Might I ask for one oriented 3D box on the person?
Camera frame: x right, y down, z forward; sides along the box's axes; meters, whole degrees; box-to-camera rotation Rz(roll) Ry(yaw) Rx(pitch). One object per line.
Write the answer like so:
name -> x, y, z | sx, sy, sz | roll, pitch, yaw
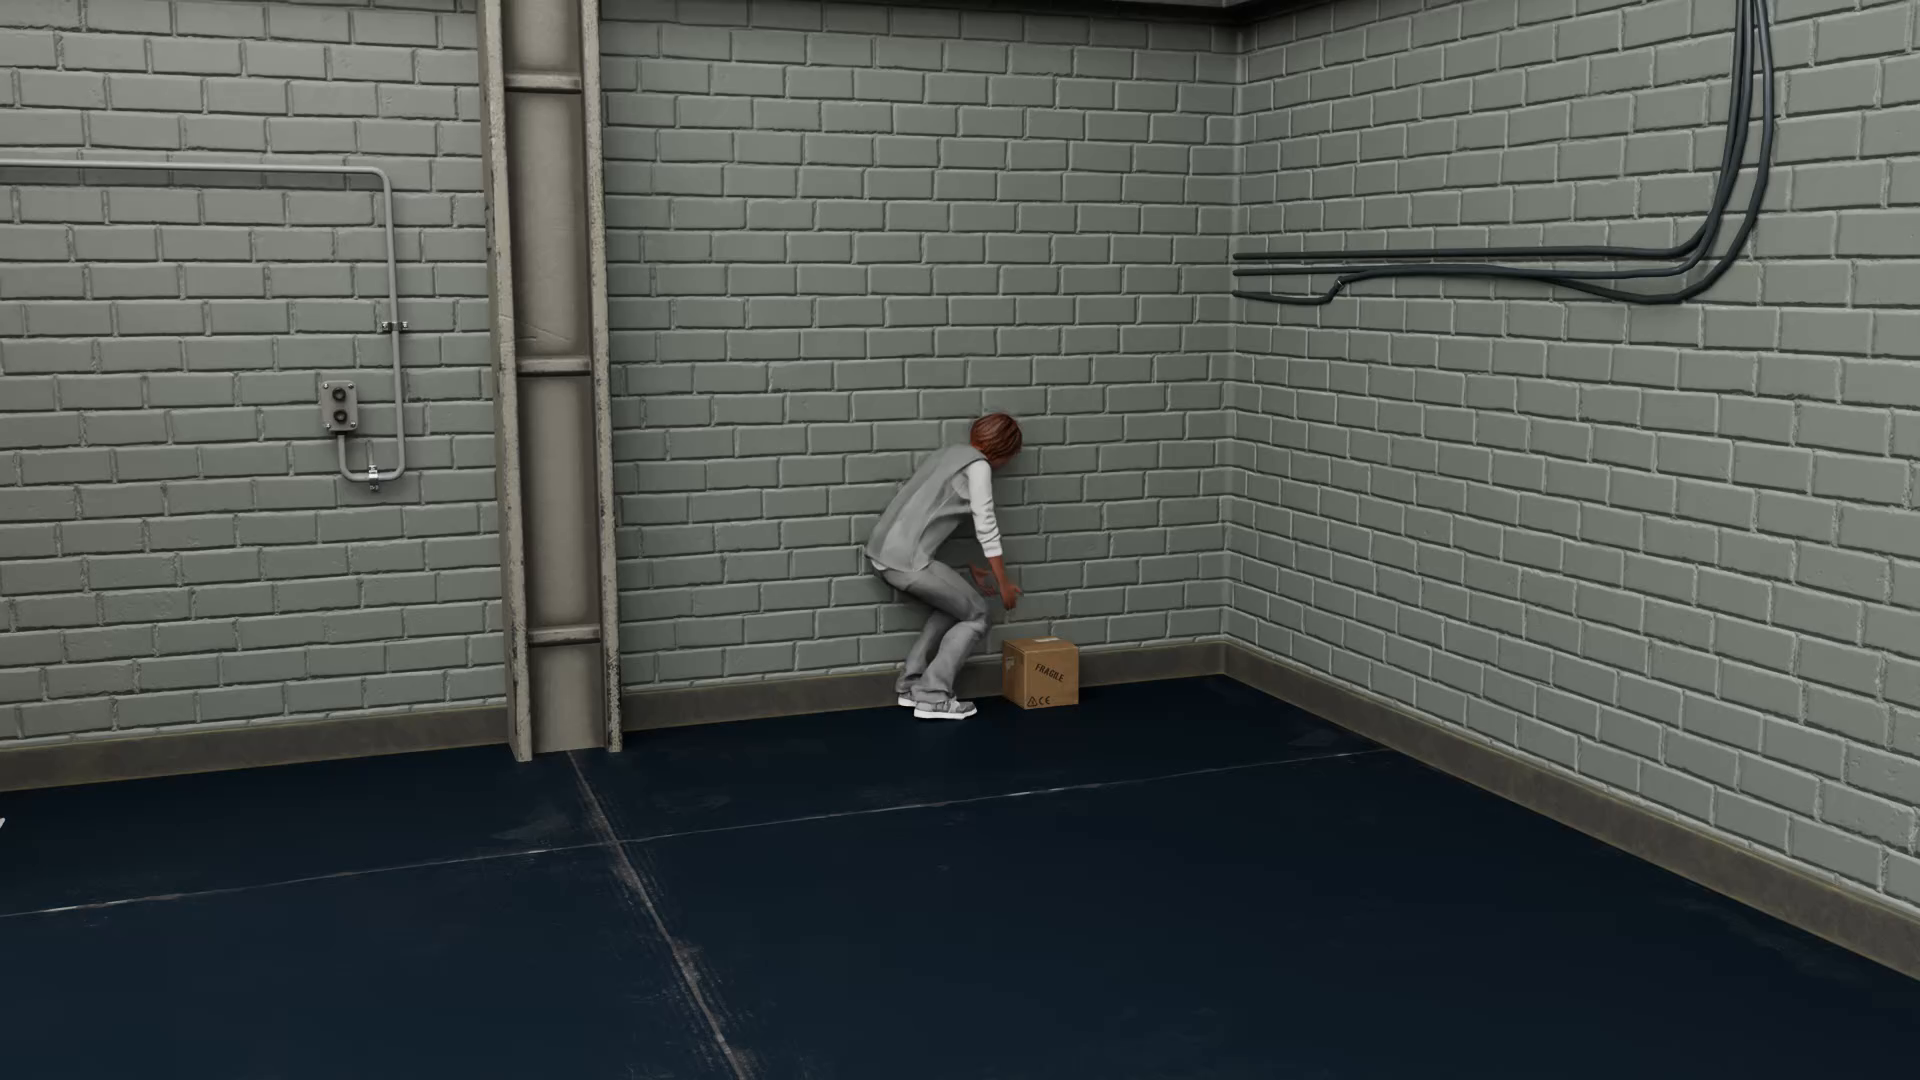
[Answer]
person -> -0.064, 0.107, 6.917 | 0.688, 1.227, 0.463 | -3, 10, -21
